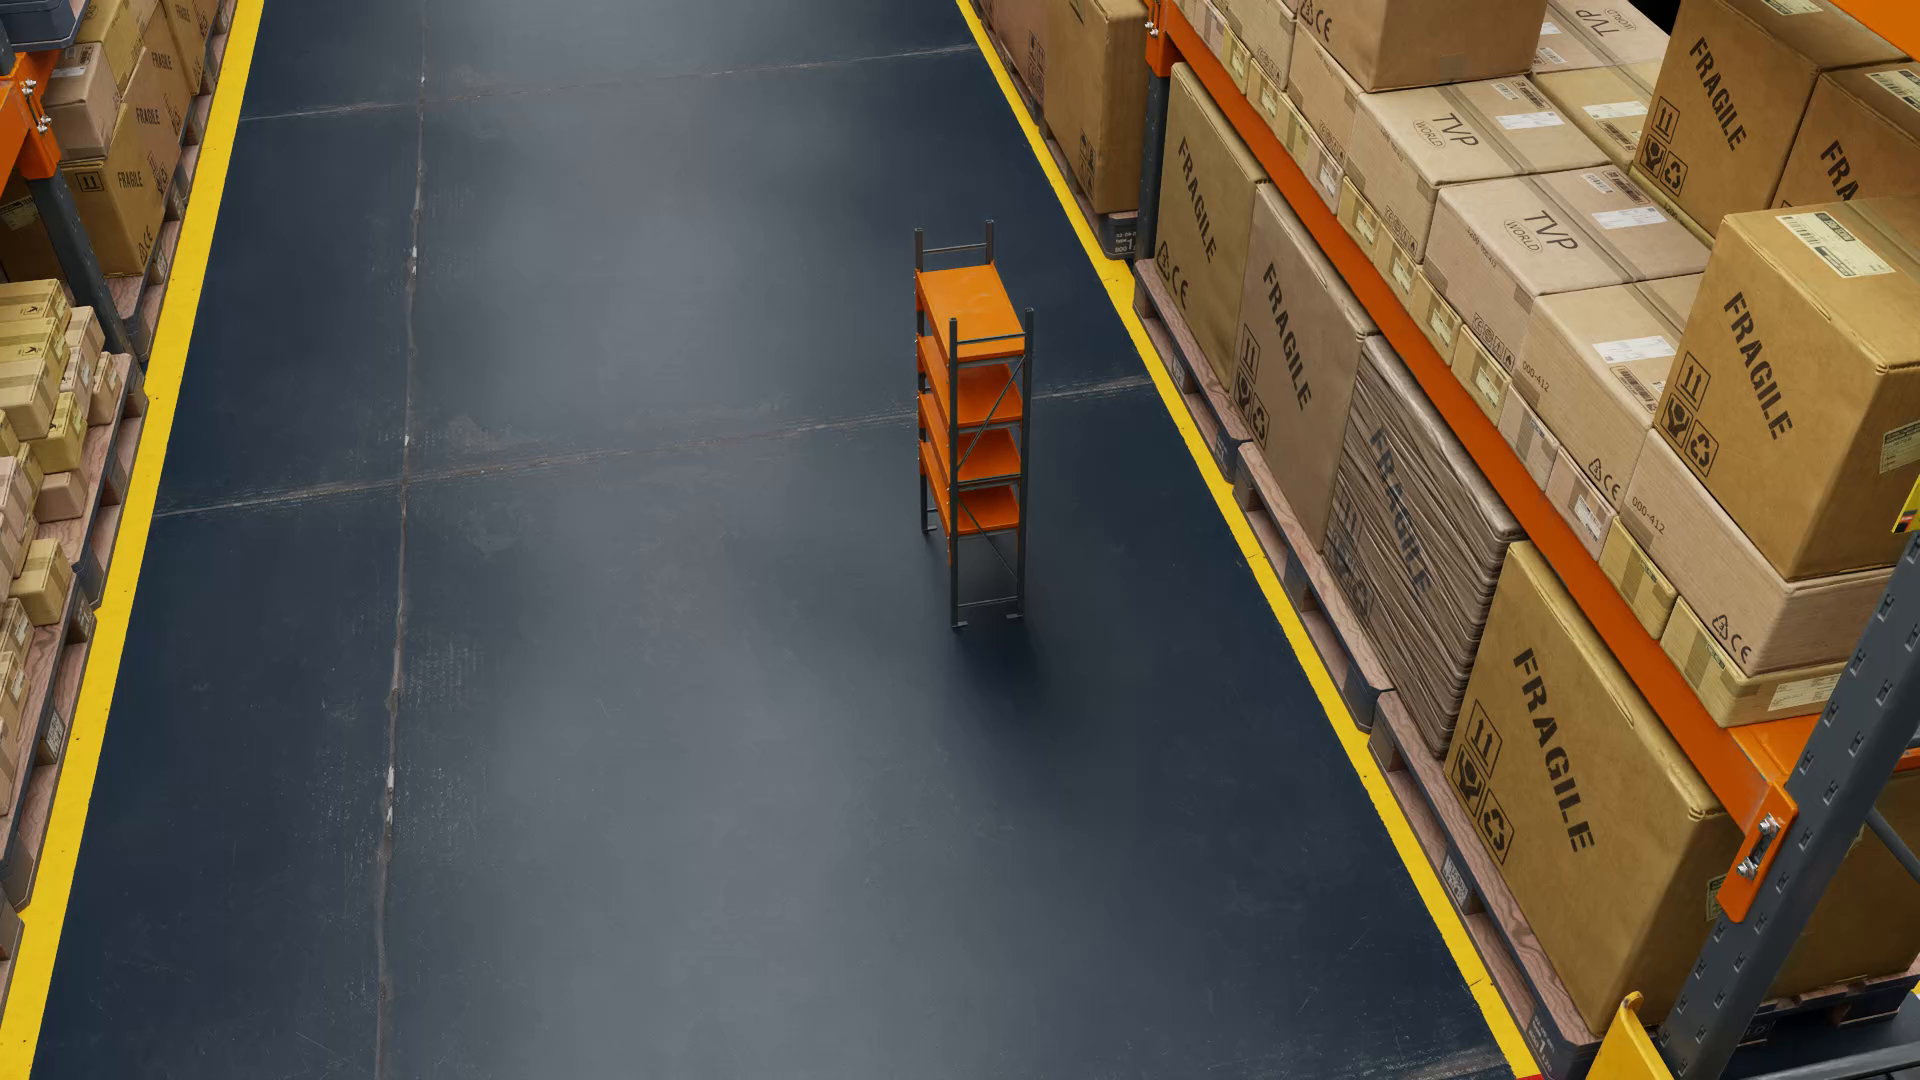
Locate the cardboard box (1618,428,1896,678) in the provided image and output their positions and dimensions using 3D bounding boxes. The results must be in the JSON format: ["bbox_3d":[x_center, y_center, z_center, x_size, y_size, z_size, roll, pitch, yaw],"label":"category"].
[{"bbox_3d":[1.729,-0.018,3.399,0.500,0.250,0.500,-9,42,-10],"label":"cardboard box"}]

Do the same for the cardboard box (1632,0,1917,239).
[{"bbox_3d":[2.027,-1.031,3.976,0.500,0.500,0.500,-9,42,-10],"label":"cardboard box"}]

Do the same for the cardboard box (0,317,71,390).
[{"bbox_3d":[-3.211,-0.594,5.543,0.380,0.149,0.250,-8,42,-9],"label":"cardboard box"}]

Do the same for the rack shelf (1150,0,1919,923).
[{"bbox_3d":[1.661,-0.714,4.837,1.077,0.370,4.000,-8,42,-9],"label":"rack shelf"}]

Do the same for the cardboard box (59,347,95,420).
[{"bbox_3d":[-3.187,-0.504,5.665,0.380,0.149,0.250,-10,43,-11],"label":"cardboard box"}]

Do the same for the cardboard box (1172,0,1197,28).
[{"bbox_3d":[0.968,-1.946,5.872,0.380,0.149,0.250,-8,42,-9],"label":"cardboard box"}]

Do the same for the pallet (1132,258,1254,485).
[{"bbox_3d":[1.317,-0.732,6.416,1.003,0.211,1.213,-8,42,-9],"label":"pallet"}]

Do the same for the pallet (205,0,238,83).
[{"bbox_3d":[-4.332,-2.677,8.607,1.003,0.211,1.213,-8,42,-9],"label":"pallet"}]

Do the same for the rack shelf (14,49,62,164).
[{"bbox_3d":[-4.067,-2.662,7.031,1.077,0.370,4.000,-8,42,-9],"label":"rack shelf"}]

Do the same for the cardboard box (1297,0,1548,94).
[{"bbox_3d":[1.299,-1.611,4.629,0.500,0.500,0.500,-10,42,-11],"label":"cardboard box"}]

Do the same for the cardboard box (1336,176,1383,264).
[{"bbox_3d":[1.307,-0.936,4.734,0.380,0.149,0.250,-9,42,-11],"label":"cardboard box"}]

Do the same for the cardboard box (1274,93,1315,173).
[{"bbox_3d":[1.197,-1.269,5.109,0.380,0.149,0.250,-9,42,-10],"label":"cardboard box"}]

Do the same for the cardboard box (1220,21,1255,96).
[{"bbox_3d":[1.083,-1.605,5.488,0.380,0.149,0.250,-7,42,-8],"label":"cardboard box"}]

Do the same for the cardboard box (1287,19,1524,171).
[{"bbox_3d":[1.295,-1.334,4.883,0.500,0.250,0.500,-7,42,-8],"label":"cardboard box"}]

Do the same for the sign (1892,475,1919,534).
[{"bbox_3d":[1.560,-0.139,2.597,0.100,0.325,0.005,-8,42,-9],"label":"sign"}]

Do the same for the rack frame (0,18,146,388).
[{"bbox_3d":[-3.635,-1.634,5.331,1.000,3.000,0.127,-8,42,-9],"label":"rack frame"}]

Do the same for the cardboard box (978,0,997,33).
[{"bbox_3d":[0.680,-3.205,8.386,1.225,0.875,0.875,-8,42,-9],"label":"cardboard box"}]

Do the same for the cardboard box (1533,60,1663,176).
[{"bbox_3d":[1.911,-1.091,4.609,0.500,0.250,0.500,-9,42,-10],"label":"cardboard box"}]

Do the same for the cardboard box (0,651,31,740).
[{"bbox_3d":[-2.920,0.481,4.779,0.380,0.149,0.250,-8,42,-9],"label":"cardboard box"}]

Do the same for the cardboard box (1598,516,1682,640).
[{"bbox_3d":[1.637,0.056,3.617,0.380,0.149,0.250,-8,42,-9],"label":"cardboard box"}]

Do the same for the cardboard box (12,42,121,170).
[{"bbox_3d":[-3.537,-1.654,6.355,0.500,0.250,0.500,-10,43,-11],"label":"cardboard box"}]

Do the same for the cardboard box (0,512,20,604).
[{"bbox_3d":[-2.951,0.081,4.783,0.380,0.149,0.250,-10,43,-11],"label":"cardboard box"}]

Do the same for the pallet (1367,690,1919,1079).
[{"bbox_3d":[1.844,0.849,4.634,1.003,0.211,1.213,-8,42,-9],"label":"pallet"}]

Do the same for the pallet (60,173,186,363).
[{"bbox_3d":[-3.805,-1.096,6.825,1.003,0.211,1.213,-8,42,-9],"label":"pallet"}]

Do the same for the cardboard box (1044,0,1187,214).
[{"bbox_3d":[1.072,-2.054,7.088,1.225,0.875,0.875,-8,42,-9],"label":"cardboard box"}]

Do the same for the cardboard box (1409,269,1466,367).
[{"bbox_3d":[1.416,-0.606,4.363,0.380,0.149,0.250,-8,42,-9],"label":"cardboard box"}]

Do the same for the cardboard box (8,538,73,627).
[{"bbox_3d":[-2.995,0.151,5.151,0.380,0.149,0.250,-8,42,-9],"label":"cardboard box"}]

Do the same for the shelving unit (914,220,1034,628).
[{"bbox_3d":[0.036,-0.341,5.231,0.258,1.200,0.503,-8,42,-9],"label":"shelving unit"}]

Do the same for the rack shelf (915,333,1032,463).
[{"bbox_3d":[0.036,-0.458,5.127,0.258,0.148,0.480,-8,42,-9],"label":"rack shelf"}]

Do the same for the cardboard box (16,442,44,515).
[{"bbox_3d":[-3.153,-0.156,5.274,0.380,0.149,0.250,-8,42,-9],"label":"cardboard box"}]

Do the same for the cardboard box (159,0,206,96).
[{"bbox_3d":[-3.863,-2.383,7.741,0.500,0.500,0.500,-10,43,-11],"label":"cardboard box"}]

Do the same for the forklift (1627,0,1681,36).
[{"bbox_3d":[2.503,-2.104,5.912,1.130,2.935,3.031,-24,47,-25],"label":"forklift"}]

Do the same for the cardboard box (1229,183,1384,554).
[{"bbox_3d":[1.488,-0.619,5.472,0.875,0.875,0.875,-8,42,-9],"label":"cardboard box"}]

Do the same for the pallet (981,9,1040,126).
[{"bbox_3d":[0.722,-2.518,8.428,1.003,0.211,1.213,-8,42,-9],"label":"pallet"}]

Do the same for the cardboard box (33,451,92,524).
[{"bbox_3d":[-3.124,-0.177,5.521,0.380,0.149,0.250,-10,43,-11],"label":"cardboard box"}]

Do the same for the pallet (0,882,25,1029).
[{"bbox_3d":[-2.929,1.421,3.991,1.003,0.211,1.213,-8,42,-9],"label":"pallet"}]

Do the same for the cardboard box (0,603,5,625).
[{"bbox_3d":[-3.041,0.183,4.892,0.380,0.149,0.250,-10,43,-11],"label":"cardboard box"}]

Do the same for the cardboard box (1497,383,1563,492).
[{"bbox_3d":[1.530,-0.270,3.984,0.380,0.149,0.250,-8,42,-9],"label":"cardboard box"}]

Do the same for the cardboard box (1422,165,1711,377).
[{"bbox_3d":[1.510,-0.677,4.142,0.500,0.250,0.500,-10,43,-11],"label":"cardboard box"}]

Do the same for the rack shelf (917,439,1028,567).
[{"bbox_3d":[0.036,-0.143,5.407,0.258,0.148,0.480,-8,42,-9],"label":"rack shelf"}]

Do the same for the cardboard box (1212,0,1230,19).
[{"bbox_3d":[1.075,-1.992,5.624,0.500,0.250,0.500,-9,42,-10],"label":"cardboard box"}]

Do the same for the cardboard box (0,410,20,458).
[{"bbox_3d":[-3.170,-0.255,5.160,0.380,0.149,0.250,-7,42,-8],"label":"cardboard box"}]

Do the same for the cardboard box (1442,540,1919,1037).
[{"bbox_3d":[1.877,0.548,4.158,0.875,0.875,0.875,-8,42,-9],"label":"cardboard box"}]

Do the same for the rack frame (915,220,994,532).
[{"bbox_3d":[-0.017,-0.500,5.409,0.240,1.200,0.015,-8,42,-9],"label":"rack frame"}]

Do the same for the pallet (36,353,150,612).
[{"bbox_3d":[-3.456,-0.161,5.772,1.003,0.211,1.213,-8,42,-9],"label":"pallet"}]

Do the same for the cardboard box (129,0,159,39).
[{"bbox_3d":[-3.760,-2.330,7.117,0.500,0.250,0.500,-7,42,-8],"label":"cardboard box"}]

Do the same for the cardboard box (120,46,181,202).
[{"bbox_3d":[-3.652,-1.716,6.990,0.500,0.500,0.500,-7,42,-7],"label":"cardboard box"}]

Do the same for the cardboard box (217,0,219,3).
[{"bbox_3d":[-4.102,-3.060,8.504,0.500,0.500,0.500,-9,42,-9],"label":"cardboard box"}]
